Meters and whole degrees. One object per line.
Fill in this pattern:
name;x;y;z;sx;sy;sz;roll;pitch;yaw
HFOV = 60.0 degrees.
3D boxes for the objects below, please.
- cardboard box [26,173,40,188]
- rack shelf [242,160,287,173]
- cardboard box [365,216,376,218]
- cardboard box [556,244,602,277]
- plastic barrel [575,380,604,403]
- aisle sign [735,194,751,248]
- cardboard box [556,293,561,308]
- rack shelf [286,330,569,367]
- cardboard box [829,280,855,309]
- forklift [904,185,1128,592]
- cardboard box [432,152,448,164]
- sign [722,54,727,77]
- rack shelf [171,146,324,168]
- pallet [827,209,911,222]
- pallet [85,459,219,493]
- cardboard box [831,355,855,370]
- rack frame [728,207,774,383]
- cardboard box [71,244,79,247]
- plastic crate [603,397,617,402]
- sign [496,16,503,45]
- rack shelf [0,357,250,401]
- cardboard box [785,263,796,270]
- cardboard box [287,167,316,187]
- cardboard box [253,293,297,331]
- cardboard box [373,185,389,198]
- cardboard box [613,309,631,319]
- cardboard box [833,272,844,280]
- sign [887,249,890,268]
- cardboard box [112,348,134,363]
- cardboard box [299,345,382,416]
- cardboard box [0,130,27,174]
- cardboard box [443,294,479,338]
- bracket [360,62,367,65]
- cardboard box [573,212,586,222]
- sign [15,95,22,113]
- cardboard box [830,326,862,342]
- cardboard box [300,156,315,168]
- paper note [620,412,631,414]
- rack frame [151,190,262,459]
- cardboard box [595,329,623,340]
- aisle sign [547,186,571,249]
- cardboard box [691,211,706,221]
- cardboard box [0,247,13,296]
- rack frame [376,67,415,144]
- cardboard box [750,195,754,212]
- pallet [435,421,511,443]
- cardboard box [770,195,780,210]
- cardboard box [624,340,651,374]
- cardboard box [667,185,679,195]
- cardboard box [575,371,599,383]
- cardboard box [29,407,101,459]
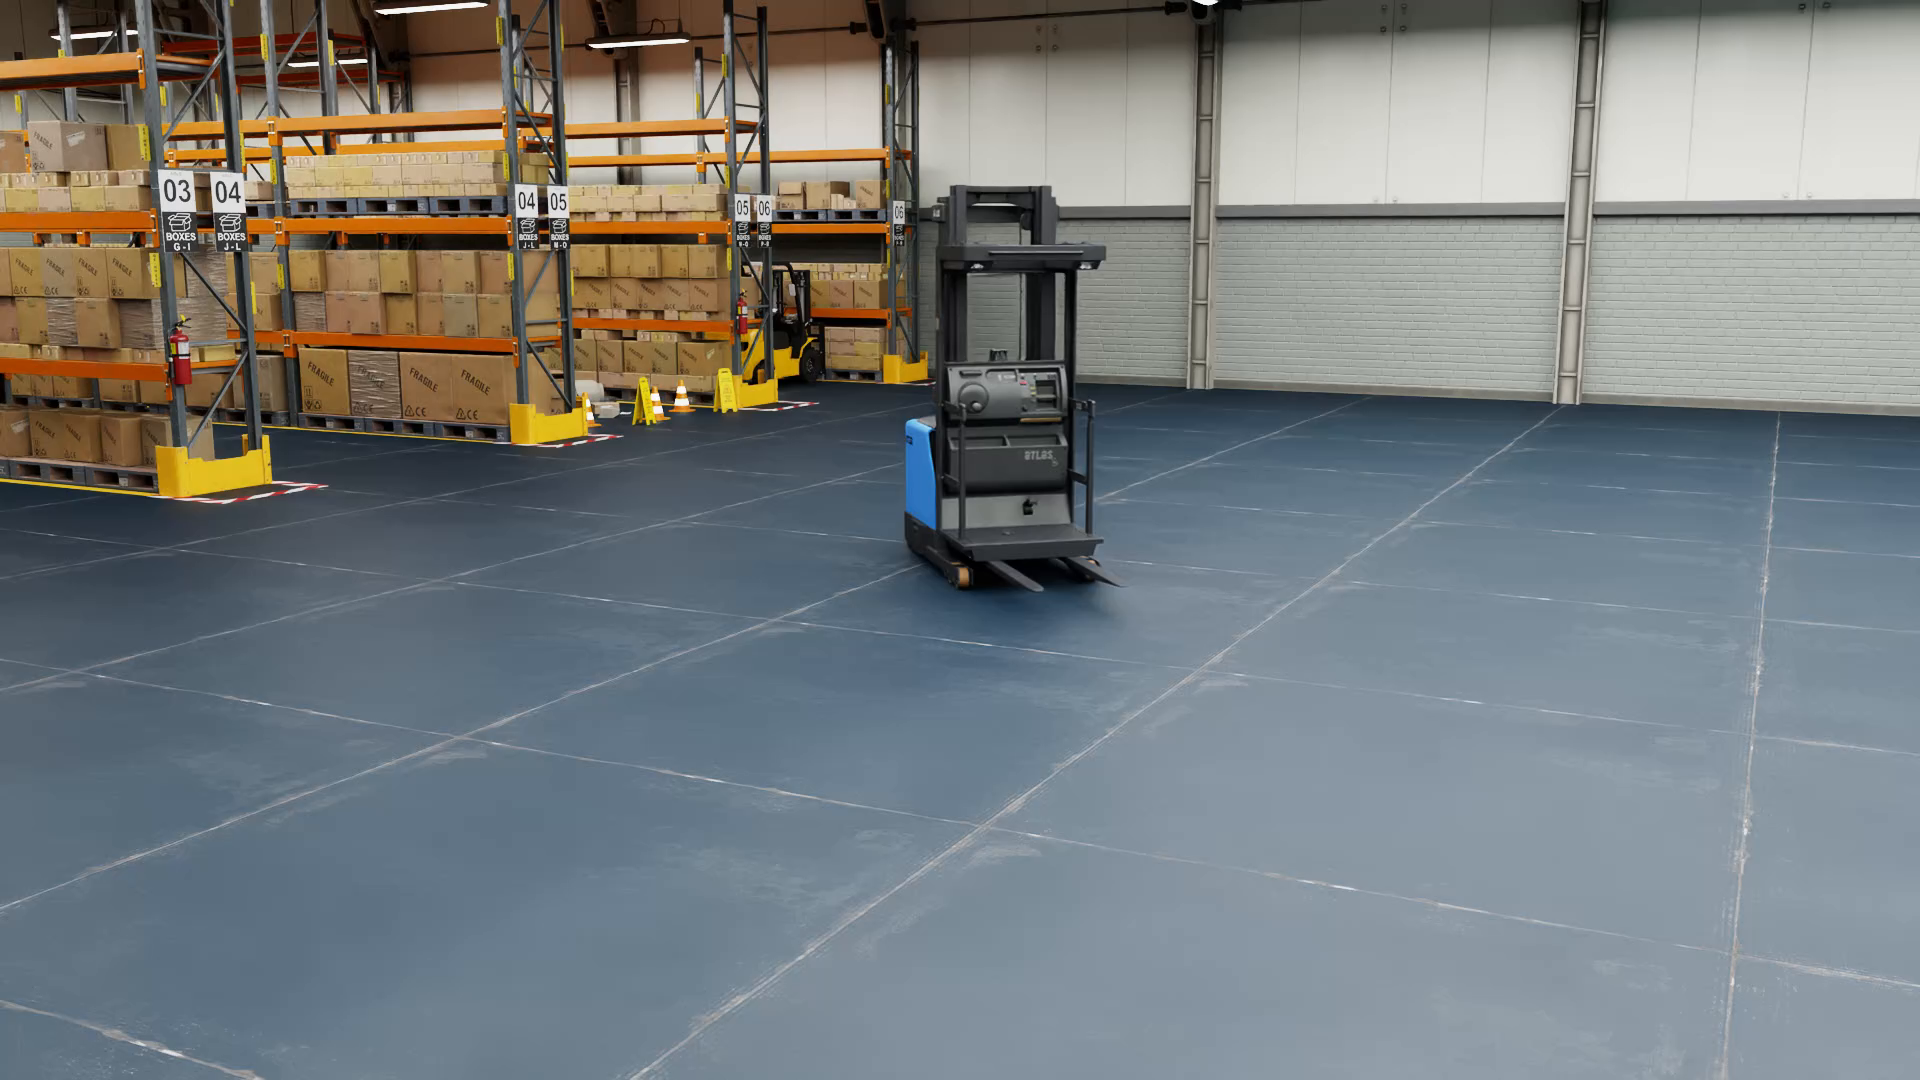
cardboard box;-9.361;-3.699;17.124;0.250;0.149;0.380;4;11;23
rack shelf;-13.563;-8.071;35.587;4.000;0.370;1.077;5;11;26
cardboard box;-9.939;-5.547;28.409;0.258;0.266;0.396;5;11;26
cardboard box;-6.041;-4.468;26.572;0.500;0.500;0.700;5;11;26
plastic barrel;-5.723;-2.232;25.372;0.512;0.421;0.421;-4;11;-23
aisle sign;-3.273;-4.806;25.065;0.004;0.787;0.394;5;11;26
cardboard box;-6.516;-4.010;26.848;0.500;0.500;0.500;5;11;26
rack shelf;-7.094;-2.583;22.102;4.000;0.370;1.077;5;11;26
cardboard box;-2.026;-4.460;30.169;0.500;0.500;0.500;5;12;28
forklift;0.419;-1.159;12.402;1.130;2.935;3.031;-3;11;-15
cardboard box;-6.438;-4.813;20.985;0.250;0.149;0.380;5;12;27
sign;-3.464;-6.981;24.467;0.005;0.325;0.100;5;11;26
rack shelf;-12.168;-6.768;29.499;4.000;0.370;1.077;5;11;26
pallet;-1.630;-5.864;30.033;1.213;0.211;1.003;5;11;26
pallet;-8.367;-0.699;17.501;1.213;0.211;1.003;5;11;26
cardboard box;-2.011;-3.252;30.319;0.500;0.250;0.500;5;11;26
rack frame;-3.201;-3.578;25.579;0.127;3.000;1.000;5;11;26
cardboard box;-16.660;-5.561;31.627;0.250;0.149;0.380;5;11;24
plastic crate;-5.743;-2.202;26.174;0.583;0.080;0.402;1;10;6
sign;-5.553;-6.145;20.070;0.005;0.325;0.100;5;11;26
rack shelf;-9.379;-1.799;17.769;4.000;0.370;1.077;5;11;26
cardboard box;-3.018;-5.023;30.625;0.250;0.149;0.380;5;11;26
cardboard box;-8.573;-4.816;22.122;0.500;0.250;0.500;5;11;26
cardboard box;-9.474;-3.143;22.891;0.500;0.500;0.500;5;11;25
cardboard box;-7.347;-4.501;21.497;0.250;0.149;0.380;5;11;27
cardboard box;-5.266;-3.576;26.273;0.250;0.149;0.380;5;11;26
cardboard box;-2.108;-4.789;30.168;0.250;0.149;0.380;5;11;25
sign;-1.260;-4.972;29.364;0.005;0.325;0.100;5;11;26
cardboard box;-8.403;-1.893;16.972;0.250;0.149;0.380;5;11;26
cardboard box;-8.354;-2.195;22.725;0.875;0.875;0.875;5;11;27
cardboard box;-10.656;-4.234;18.258;0.500;0.500;0.500;5;11;24
cardboard box;-6.156;-2.916;21.496;0.550;0.550;0.875;5;11;26
bracket;-12.524;-10.215;35.297;0.430;0.232;0.235;5;11;26
cardboard box;-5.929;-5.125;26.406;0.250;0.149;0.380;5;12;28
sign;-17.800;-8.241;31.427;0.005;0.325;0.100;5;11;26
cardboard box;-2.019;-3.743;30.222;0.500;0.250;0.500;5;12;27
cardboard box;-8.482;-4.993;21.978;0.250;0.149;0.380;5;11;25
paper note;-4.929;-1.874;24.499;0.142;0.019;0.148;1;10;6
rack frame;-7.585;-1.996;16.834;0.127;3.000;1.000;5;11;26
cardboard box;-5.588;-3.265;26.465;0.250;0.149;0.380;6;12;29
aisle sign;-5.104;-4.101;21.170;0.004;0.787;0.394;5;11;26
cardboard box;-3.882;-4.929;25.323;0.250;0.149;0.380;5;11;26
cardboard box;-9.984;-2.844;17.597;0.500;0.500;0.500;5;11;26
rack frame;-11.769;-8.269;34.652;0.127;3.000;1.000;5;11;26
cardboard box;-3.534;-5.209;25.753;0.500;0.250;0.500;5;11;25
pallet;-6.052;-1.458;21.695;1.213;0.211;1.003;5;11;26
cardboard box;-3.398;-6.187;30.487;0.258;0.266;0.396;5;11;24
cardboard box;-4.953;-2.904;26.289;0.500;0.500;0.500;5;11;24
cardboard box;-4.290;-5.375;25.547;0.250;0.149;0.380;5;11;26
cardboard box;-5.894;-2.617;26.811;0.500;0.250;0.500;6;12;29
cardboard box;-9.723;-1.169;18.108;0.500;0.500;0.500;4;11;21
